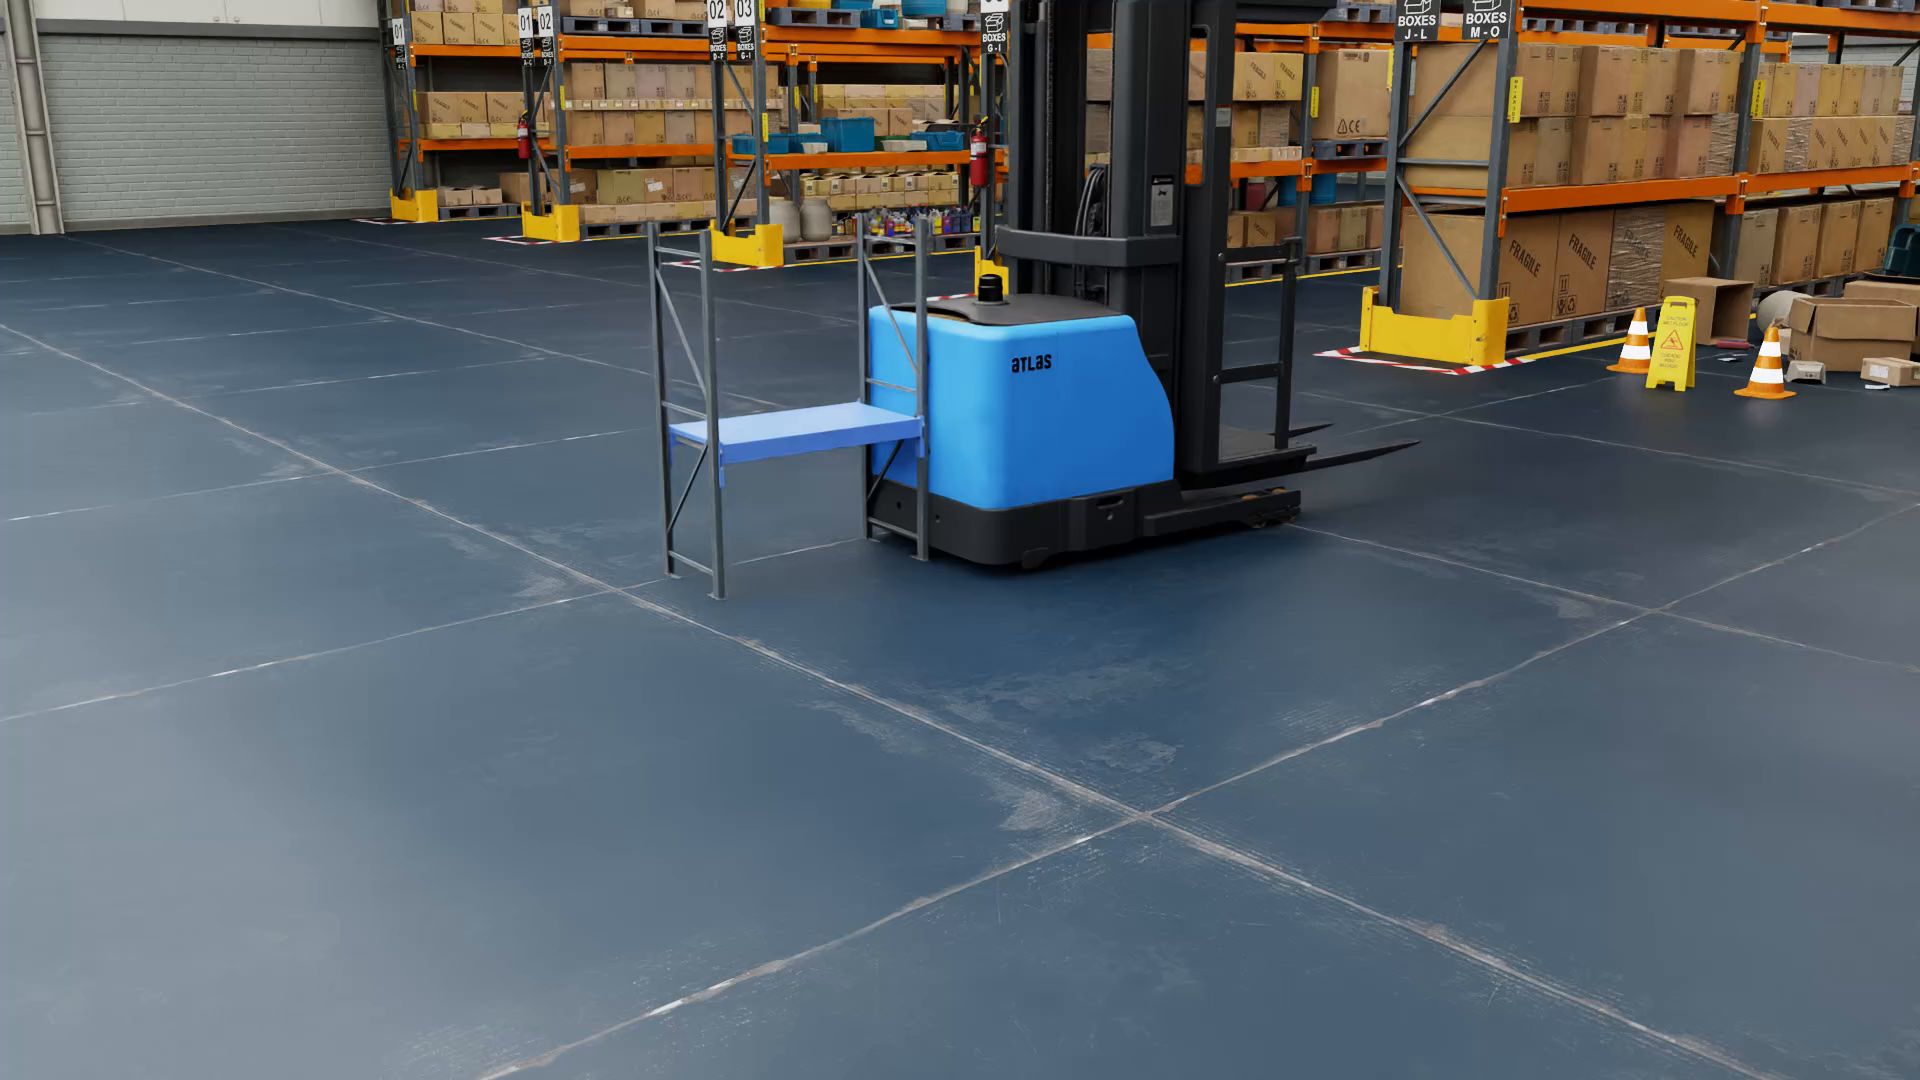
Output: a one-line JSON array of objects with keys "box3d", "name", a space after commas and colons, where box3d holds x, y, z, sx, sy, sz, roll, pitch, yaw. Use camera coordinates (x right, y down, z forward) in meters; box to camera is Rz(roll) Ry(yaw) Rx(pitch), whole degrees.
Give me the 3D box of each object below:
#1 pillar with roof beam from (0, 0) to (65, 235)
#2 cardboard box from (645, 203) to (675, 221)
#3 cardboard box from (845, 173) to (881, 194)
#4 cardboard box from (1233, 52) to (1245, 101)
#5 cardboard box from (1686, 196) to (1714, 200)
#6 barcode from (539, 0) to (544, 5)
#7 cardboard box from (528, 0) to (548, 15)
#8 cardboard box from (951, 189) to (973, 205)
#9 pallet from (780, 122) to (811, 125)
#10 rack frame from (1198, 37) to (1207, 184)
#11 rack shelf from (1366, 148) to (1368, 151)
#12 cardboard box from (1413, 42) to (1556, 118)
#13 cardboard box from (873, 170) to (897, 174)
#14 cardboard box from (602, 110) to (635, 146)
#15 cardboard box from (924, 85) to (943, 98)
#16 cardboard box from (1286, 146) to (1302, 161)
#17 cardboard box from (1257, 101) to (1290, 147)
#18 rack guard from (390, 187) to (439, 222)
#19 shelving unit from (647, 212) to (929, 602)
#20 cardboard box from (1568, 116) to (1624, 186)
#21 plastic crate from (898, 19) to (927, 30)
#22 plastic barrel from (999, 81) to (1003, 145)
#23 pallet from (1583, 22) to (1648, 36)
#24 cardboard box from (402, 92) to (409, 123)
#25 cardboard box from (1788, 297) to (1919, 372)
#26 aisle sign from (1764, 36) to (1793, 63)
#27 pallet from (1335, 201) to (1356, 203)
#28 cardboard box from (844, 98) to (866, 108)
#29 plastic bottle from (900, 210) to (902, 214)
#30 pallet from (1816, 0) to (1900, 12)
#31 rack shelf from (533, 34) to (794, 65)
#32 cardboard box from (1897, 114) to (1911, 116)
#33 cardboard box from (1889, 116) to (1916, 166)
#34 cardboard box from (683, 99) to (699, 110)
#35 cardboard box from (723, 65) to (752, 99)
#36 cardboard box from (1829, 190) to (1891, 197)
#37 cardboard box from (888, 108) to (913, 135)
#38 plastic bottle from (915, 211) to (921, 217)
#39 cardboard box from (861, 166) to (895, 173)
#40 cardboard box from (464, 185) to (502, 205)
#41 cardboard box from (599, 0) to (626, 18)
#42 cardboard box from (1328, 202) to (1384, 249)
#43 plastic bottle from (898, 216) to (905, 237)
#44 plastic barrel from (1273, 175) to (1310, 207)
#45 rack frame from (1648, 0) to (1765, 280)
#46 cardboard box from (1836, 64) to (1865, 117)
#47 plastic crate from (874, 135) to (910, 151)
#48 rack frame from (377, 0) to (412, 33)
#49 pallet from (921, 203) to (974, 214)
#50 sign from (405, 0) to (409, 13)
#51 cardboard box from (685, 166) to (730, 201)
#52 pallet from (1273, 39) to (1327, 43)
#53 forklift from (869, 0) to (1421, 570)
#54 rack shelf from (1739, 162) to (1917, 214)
[{"box3d": [-10.912, -8.129, 20.746, 0.400, 9.000, 9.100, -13, 19, -39], "name": "pillar with roof beam"}, {"box3d": [-4.614, -4.927, 24.895, 0.500, 0.250, 0.500, -13, 19, -39], "name": "cardboard box"}, {"box3d": [-1.654, -5.851, 27.269, 0.500, 0.311, 0.500, -14, 20, -41], "name": "cardboard box"}, {"box3d": [2.687, -4.959, 17.794, 0.500, 0.500, 0.500, -13, 19, -39], "name": "cardboard box"}, {"box3d": [10.865, -5.363, 25.319, 0.875, 0.875, 0.875, -13, 19, -39], "name": "cardboard box"}, {"box3d": [-6.006, -7.709, 23.861, 0.075, 0.075, 0.001, -13, 19, -39], "name": "barcode"}, {"box3d": [-7.148, -9.143, 28.184, 0.500, 0.500, 0.500, -14, 20, -41], "name": "cardboard box"}, {"box3d": [-0.119, -5.928, 28.643, 0.500, 0.250, 0.500, -12, 19, -38], "name": "cardboard box"}, {"box3d": [-3.604, -7.919, 31.957, 1.003, 0.211, 1.213, -13, 19, -39], "name": "pallet"}, {"box3d": [3.367, -6.225, 25.241, 0.127, 3.000, 1.000, -13, 19, -39], "name": "rack frame"}, {"box3d": [7.893, -6.894, 29.139, 4.000, 0.370, 1.077, -13, 19, -39], "name": "rack shelf"}, {"box3d": [4.068, -3.572, 12.927, 0.550, 0.550, 0.875, -13, 19, -39], "name": "cardboard box"}, {"box3d": [-1.247, -6.127, 28.303, 0.500, 0.311, 0.500, -13, 20, -41], "name": "cardboard box"}, {"box3d": [-5.164, -6.049, 24.391, 0.500, 0.500, 0.700, -12, 19, -38], "name": "cardboard box"}, {"box3d": [-0.696, -9.181, 34.048, 0.500, 0.250, 0.500, -12, 19, -38], "name": "cardboard box"}, {"box3d": [3.631, -4.368, 18.777, 0.250, 0.149, 0.380, -13, 19, -39], "name": "cardboard box"}, {"box3d": [3.220, -4.711, 18.803, 0.500, 0.500, 0.875, -13, 19, -39], "name": "cardboard box"}, {"box3d": [-9.114, -5.603, 27.759, 0.348, 0.500, 1.175, -13, 19, -39], "name": "rack guard"}, {"box3d": [-0.709, -0.601, 7.095, 1.048, 1.500, 0.538, -11, 18, -35], "name": "shelving unit"}, {"box3d": [4.918, -3.235, 13.756, 0.550, 0.550, 0.875, -13, 19, -39], "name": "cardboard box"}, {"box3d": [-0.596, -6.518, 21.039, 0.396, 0.136, 0.243, -13, 19, -39], "name": "plastic crate"}, {"box3d": [0.839, -5.796, 22.664, 0.708, 0.901, 0.600, -13, 19, -39], "name": "plastic barrel"}, {"box3d": [8.976, -7.130, 23.189, 1.217, 0.209, 0.805, -14, 20, -42], "name": "pallet"}, {"box3d": [-8.956, -7.219, 27.762, 0.500, 0.500, 0.500, -13, 20, -40], "name": "cardboard box"}, {"box3d": [6.751, -1.560, 12.617, 0.797, 0.503, 0.637, 2, 15, 9], "name": "cardboard box"}, {"box3d": [12.904, -7.825, 26.197, 0.004, 0.787, 0.394, -13, 19, -39], "name": "aisle sign"}, {"box3d": [6.913, -5.687, 28.633, 1.213, 0.211, 1.003, -13, 19, -39], "name": "pallet"}, {"box3d": [-2.201, -8.474, 32.855, 0.500, 0.500, 0.500, -12, 19, -38], "name": "cardboard box"}, {"box3d": [-0.827, -4.340, 22.595, 0.133, 0.283, 0.061, -12, 19, -37], "name": "plastic bottle"}, {"box3d": [8.505, -5.326, 16.431, 1.213, 0.211, 1.003, -12, 19, -37], "name": "pallet"}, {"box3d": [-4.408, -7.275, 24.754, 4.000, 0.370, 1.077, -13, 19, -39], "name": "rack shelf"}, {"box3d": [10.294, -4.546, 18.052, 0.250, 0.149, 0.380, -12, 19, -37], "name": "cardboard box"}, {"box3d": [9.634, -4.198, 17.458, 0.500, 0.500, 0.500, -13, 19, -39], "name": "cardboard box"}, {"box3d": [-4.121, -6.526, 24.917, 0.250, 0.149, 0.380, -12, 19, -38], "name": "cardboard box"}, {"box3d": [-3.611, -7.025, 25.529, 0.500, 0.500, 0.700, -13, 20, -39], "name": "cardboard box"}, {"box3d": [10.141, -3.802, 18.749, 0.500, 0.250, 0.500, -13, 20, -41], "name": "cardboard box"}, {"box3d": [-1.137, -6.951, 27.765, 0.500, 0.500, 0.500, -14, 20, -42], "name": "cardboard box"}, {"box3d": [-0.562, -4.338, 22.610, 0.097, 0.271, 0.097, 0, 15, 0], "name": "plastic bottle"}, {"box3d": [-1.831, -7.564, 33.607, 0.750, 0.750, 0.750, -13, 20, -40], "name": "cardboard box"}, {"box3d": [-8.161, -5.908, 28.413, 0.500, 0.311, 0.500, -11, 18, -35], "name": "cardboard box"}, {"box3d": [-5.222, -7.728, 24.263, 0.500, 0.250, 0.500, -13, 19, -39], "name": "cardboard box"}, {"box3d": [4.872, -3.860, 20.378, 0.700, 0.500, 0.500, 14, 20, 42], "name": "cardboard box"}, {"box3d": [-0.762, -4.085, 21.667, 0.097, 0.271, 0.097, 0, 15, 0], "name": "plastic bottle"}, {"box3d": [5.428, -5.883, 27.213, 0.708, 0.901, 0.600, -13, 19, -39], "name": "plastic barrel"}, {"box3d": [6.780, -3.600, 15.416, 0.127, 3.000, 1.000, -13, 19, -39], "name": "rack frame"}, {"box3d": [8.686, -4.562, 16.884, 0.500, 0.500, 0.700, -13, 20, -40], "name": "cardboard box"}, {"box3d": [-0.860, -5.270, 22.077, 0.662, 0.188, 0.450, -13, 19, -39], "name": "plastic crate"}, {"box3d": [-9.172, -9.697, 26.614, 0.127, 3.000, 1.000, -13, 19, -39], "name": "rack frame"}, {"box3d": [-0.529, -5.711, 28.720, 1.213, 0.211, 1.003, -13, 19, -39], "name": "pallet"}, {"box3d": [-8.815, -8.564, 26.493, 0.005, 0.325, 0.100, -13, 19, -39], "name": "sign"}, {"box3d": [-3.866, -5.460, 25.439, 0.500, 0.500, 0.500, -13, 19, -39], "name": "cardboard box"}, {"box3d": [5.003, -7.916, 26.126, 1.213, 0.211, 1.003, -13, 19, -39], "name": "pallet"}, {"box3d": [1.038, -1.568, 7.940, 3.031, 2.935, 1.130, -11, 18, -35], "name": "forklift"}, {"box3d": [8.289, -3.591, 16.777, 4.000, 0.370, 1.077, -13, 19, -39], "name": "rack shelf"}]
